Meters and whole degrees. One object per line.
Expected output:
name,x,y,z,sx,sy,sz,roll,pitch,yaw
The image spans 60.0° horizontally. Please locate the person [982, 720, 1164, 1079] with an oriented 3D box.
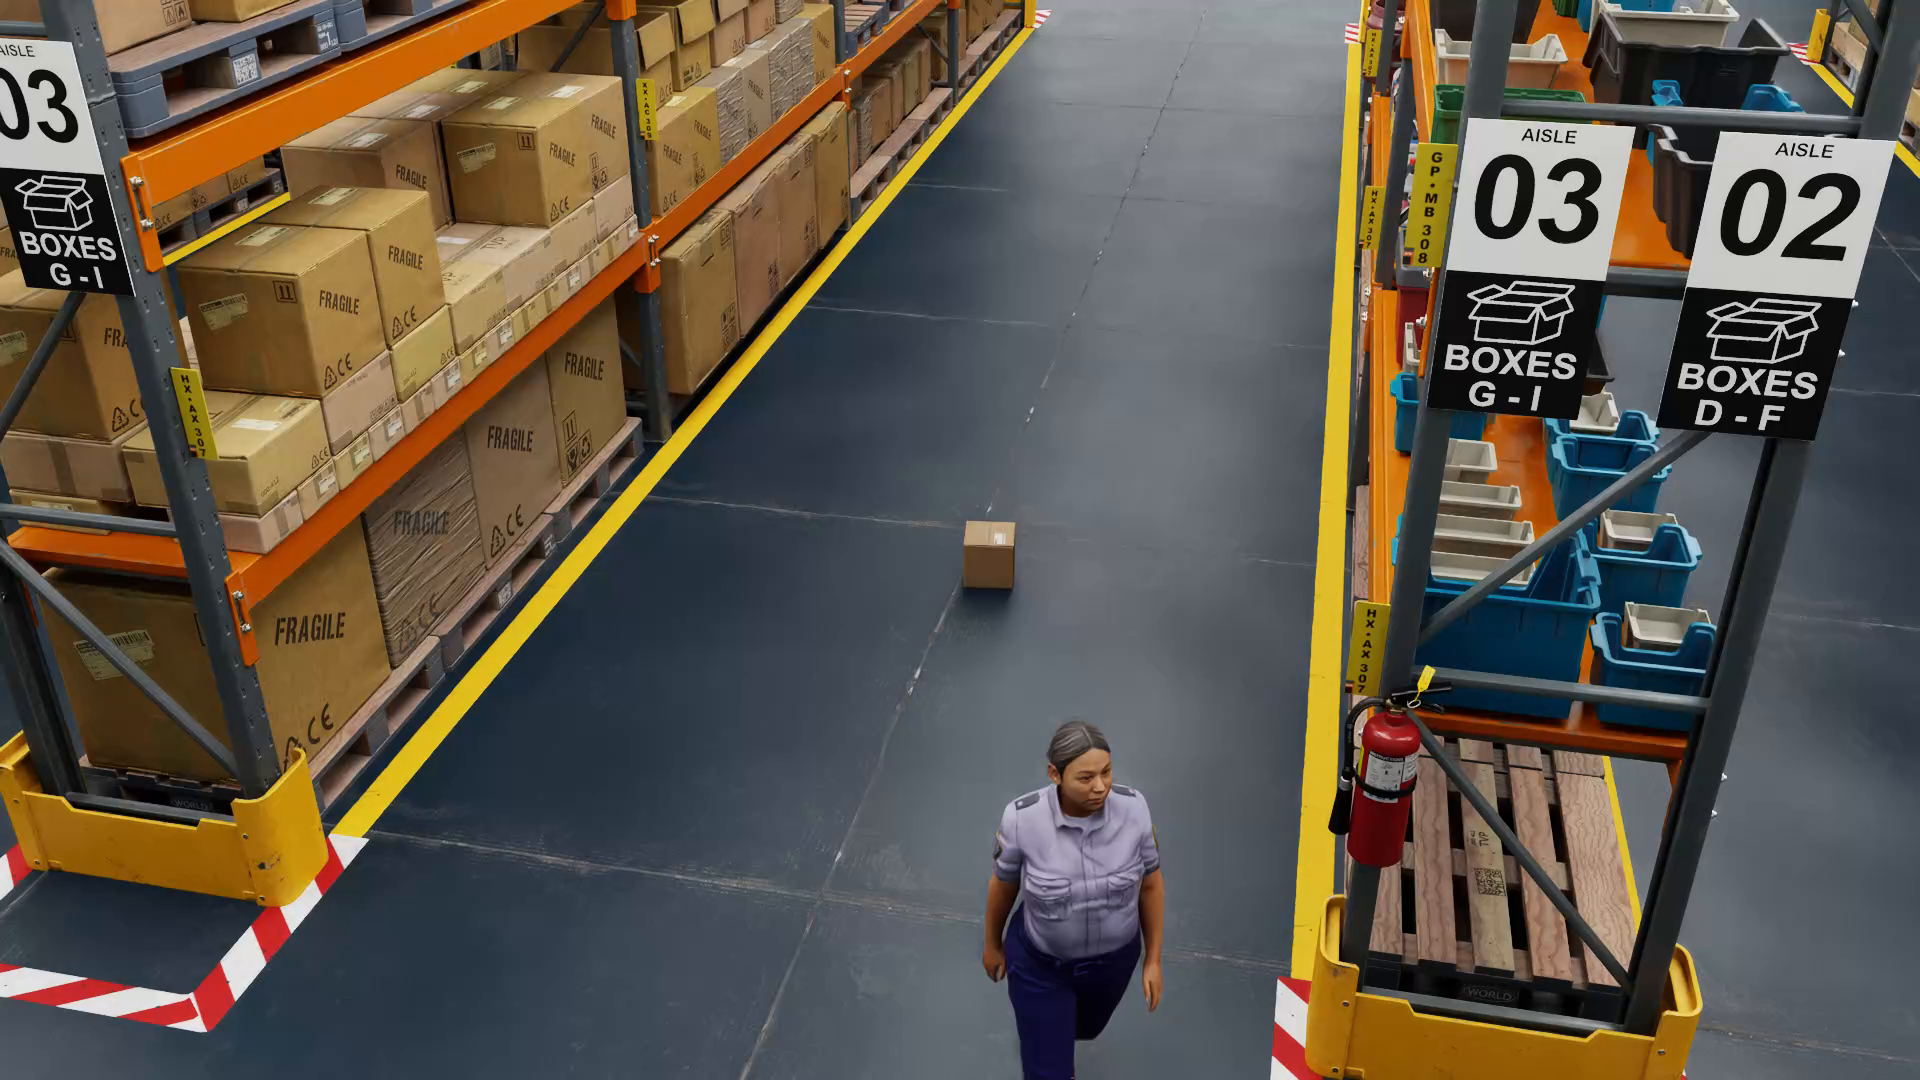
person,0.350,1.232,4.915,0.512,1.598,0.978,-6,30,-11
